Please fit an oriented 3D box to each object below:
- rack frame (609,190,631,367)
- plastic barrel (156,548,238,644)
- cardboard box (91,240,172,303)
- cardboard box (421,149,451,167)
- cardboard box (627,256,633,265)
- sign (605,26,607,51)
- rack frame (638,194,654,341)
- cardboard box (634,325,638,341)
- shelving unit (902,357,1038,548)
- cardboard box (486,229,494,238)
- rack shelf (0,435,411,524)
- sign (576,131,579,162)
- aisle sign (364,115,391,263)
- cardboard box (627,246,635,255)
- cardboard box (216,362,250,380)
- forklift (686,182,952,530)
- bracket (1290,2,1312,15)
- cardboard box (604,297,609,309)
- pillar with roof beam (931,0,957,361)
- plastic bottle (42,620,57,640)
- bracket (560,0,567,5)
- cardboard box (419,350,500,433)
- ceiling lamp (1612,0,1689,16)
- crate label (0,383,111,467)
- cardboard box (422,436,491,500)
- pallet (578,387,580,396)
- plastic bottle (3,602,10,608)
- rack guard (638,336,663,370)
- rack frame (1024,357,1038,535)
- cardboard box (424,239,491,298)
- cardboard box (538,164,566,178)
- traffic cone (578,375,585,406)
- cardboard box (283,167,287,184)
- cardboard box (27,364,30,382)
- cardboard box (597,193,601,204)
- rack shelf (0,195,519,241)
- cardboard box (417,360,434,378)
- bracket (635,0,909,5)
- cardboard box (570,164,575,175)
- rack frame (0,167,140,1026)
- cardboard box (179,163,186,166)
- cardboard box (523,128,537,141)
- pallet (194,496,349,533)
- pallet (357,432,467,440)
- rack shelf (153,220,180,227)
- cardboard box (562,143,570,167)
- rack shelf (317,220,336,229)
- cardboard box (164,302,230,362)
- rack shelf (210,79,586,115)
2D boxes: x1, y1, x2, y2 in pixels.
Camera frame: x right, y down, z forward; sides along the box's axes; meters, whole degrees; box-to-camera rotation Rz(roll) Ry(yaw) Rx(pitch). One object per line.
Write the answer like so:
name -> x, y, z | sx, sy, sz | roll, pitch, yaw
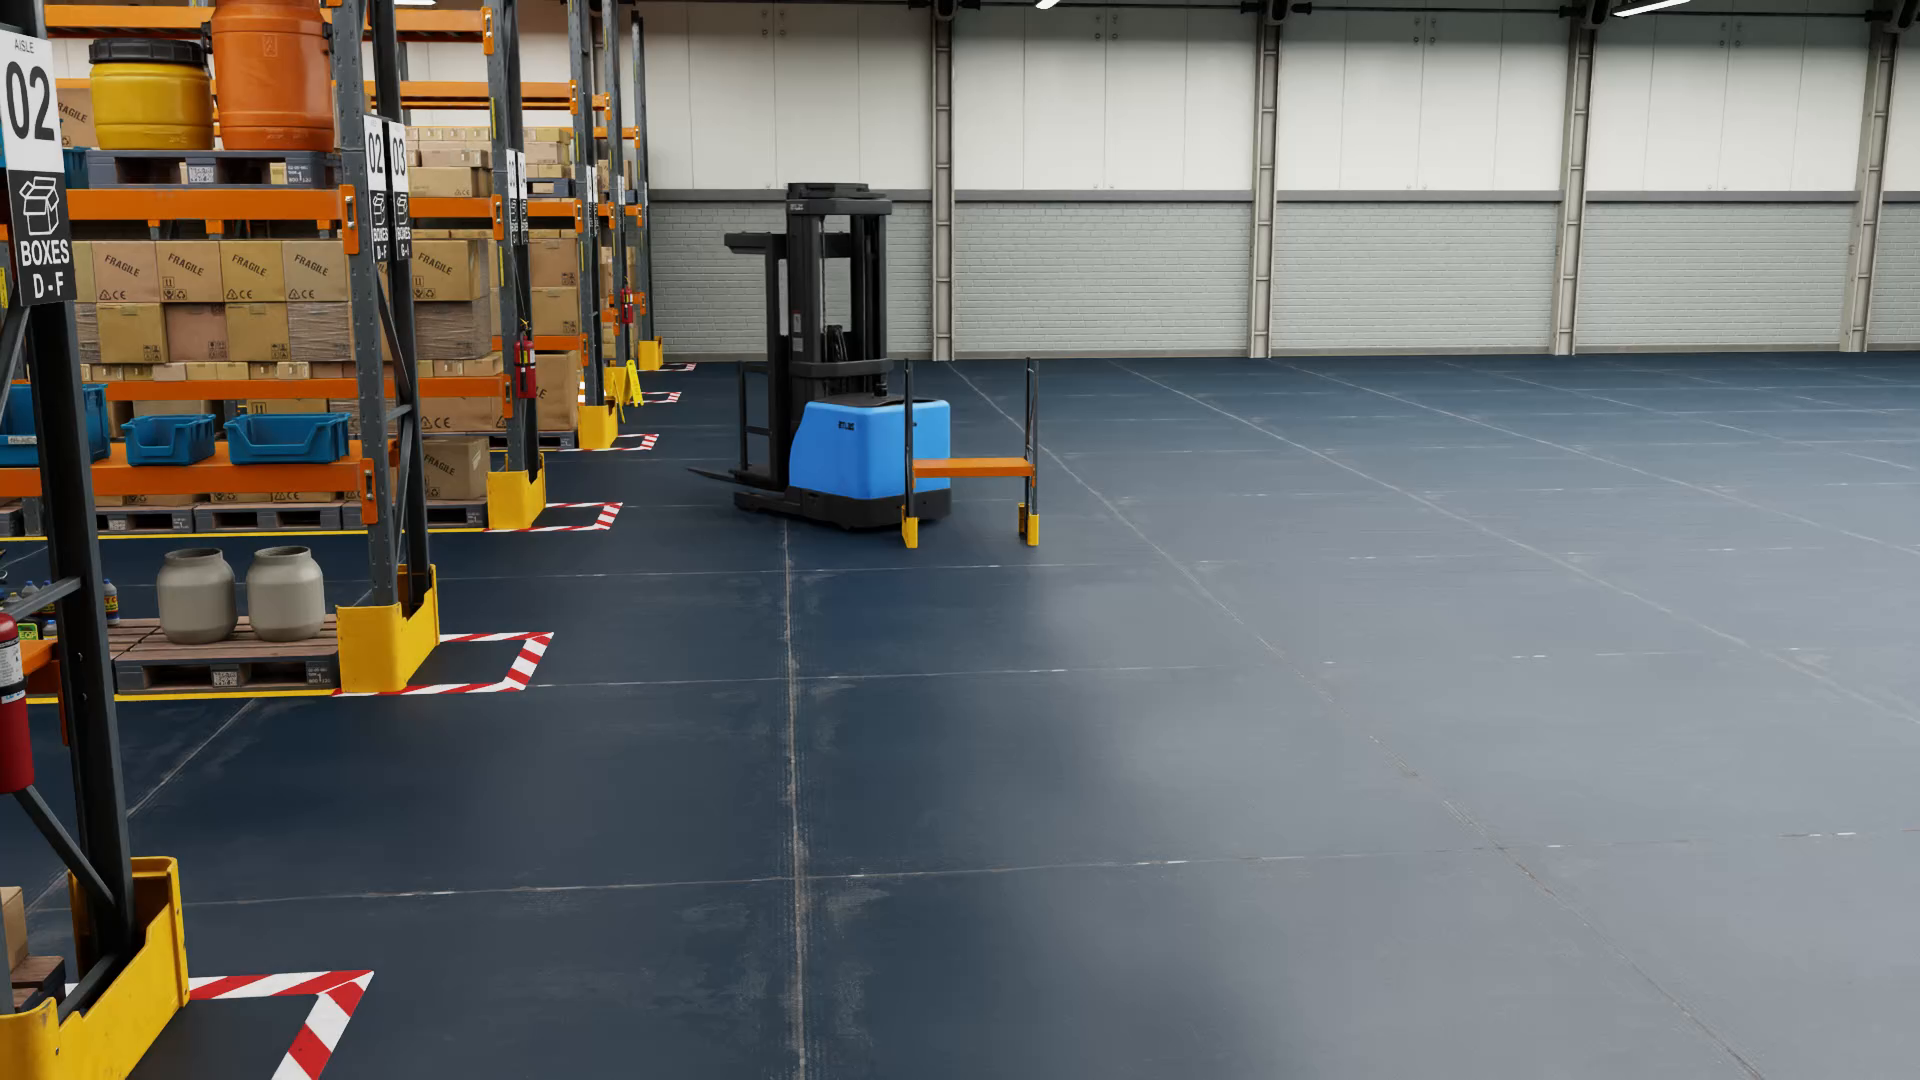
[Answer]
rack frame -> -4.949, -3.576, 24.281 | 0.127, 3.000, 1.000 | -1, 11, -6
plastic barrel -> -4.488, 0.328, 9.785 | 0.421, 0.512, 0.421 | 0, 11, 0
cardboard box -> -6.883, -2.249, 13.910 | 0.500, 0.500, 0.500 | -1, 11, -6
cardboard box -> -4.392, -3.221, 14.054 | 0.250, 0.149, 0.380 | -2, 11, -8
cardboard box -> -5.803, -4.834, 28.741 | 0.250, 0.149, 0.380 | -1, 11, -5
sign -> -4.909, -6.949, 23.054 | 0.005, 0.325, 0.100 | -1, 11, -6
rack frame -> -5.488, -4.528, 29.123 | 0.127, 3.000, 1.000 | -1, 11, -6
cardboard box -> -5.978, -3.660, 29.452 | 0.500, 0.250, 0.500 | -1, 11, -5
shelving unit -> 0.076, -0.738, 13.731 | 1.083, 1.500, 0.587 | -1, 11, -6
cardboard box -> -6.433, -4.170, 23.679 | 0.500, 0.500, 0.700 | -1, 11, -7
rack shelf -> -5.332, -0.331, 9.640 | 4.000, 0.370, 1.077 | -1, 11, -6
sign -> -4.269, -4.392, 18.566 | 0.005, 0.325, 0.100 | -1, 11, -6
aisle sign -> -3.240, -1.946, 9.250 | 0.004, 0.787, 0.394 | -1, 11, -6
cardboard box -> -5.845, -5.075, 29.195 | 0.250, 0.149, 0.380 | -1, 11, -7
cardboard box -> -6.119, -1.449, 14.116 | 0.250, 0.149, 0.380 | -1, 11, -6
forklift -> -1.430, -1.747, 15.157 | 1.130, 2.935, 3.031 | -10, 15, -41
bracket -> 6.103, -9.586, 29.972 | 0.430, 0.232, 0.235 | -1, 11, -6
cardboard box -> -5.309, -3.485, 24.472 | 0.250, 0.149, 0.380 | -1, 11, -6
pillar with roof beam -> 0.152, -6.929, 25.786 | 0.548, 9.000, 9.100 | -1, 11, -6
plastic bottle -> -5.122, 0.554, 9.388 | 0.097, 0.201, 0.097 | 0, 11, 0
bracket -> -6.652, -9.319, 28.612 | 0.430, 0.232, 0.235 | -1, 11, -6
cardboard box -> -5.855, -1.747, 19.396 | 0.875, 0.875, 0.875 | -1, 11, -7
ceiling lamp -> 11.161, -9.938, 25.958 | 0.800, 3.185, 2.000 | -1, 11, -6
crate label -> -5.144, -0.653, 9.321 | 0.616, 0.435, 0.502 | -1, 11, -6
cardboard box -> -4.501, -0.645, 14.765 | 0.500, 0.500, 0.500 | 1, 11, 4
pallet -> -5.836, -2.196, 24.491 | 1.213, 0.211, 1.003 | -1, 11, -6
plastic bottle -> -5.388, 0.493, 9.484 | 0.133, 0.283, 0.061 | -1, 11, -6
rack guard -> -5.465, -3.302, 29.367 | 0.348, 0.500, 1.175 | -1, 11, -6
rack frame -> 0.590, -0.748, 13.786 | 0.032, 1.500, 0.500 | -1, 11, -6
cardboard box -> -4.455, -2.402, 14.687 | 0.500, 0.500, 0.500 | -1, 11, -6
cardboard box -> -4.608, -4.161, 18.782 | 0.250, 0.149, 0.380 | -1, 11, -6
traffic cone -> -5.237, -2.075, 23.222 | 0.334, 0.463, 0.336 | -1, 11, -6
cardboard box -> -5.337, -2.995, 13.939 | 0.500, 0.250, 0.500 | -1, 11, -5
cardboard box -> -7.609, -1.416, 13.944 | 0.250, 0.149, 0.380 | -1, 11, -6
cardboard box -> -5.273, -4.863, 23.706 | 0.250, 0.149, 0.380 | -1, 11, -6
rack shelf -> -5.867, -2.753, 14.183 | 4.000, 0.370, 1.077 | -1, 11, -6
cardboard box -> -4.631, -1.486, 14.305 | 0.250, 0.149, 0.380 | -1, 11, -6
bracket -> -3.249, -9.391, 28.975 | 4.783, 0.066, 0.076 | -1, 11, -6
cardboard box -> -5.514, -5.254, 23.626 | 0.250, 0.149, 0.380 | -1, 11, -5
rack frame -> -2.812, 0.224, 4.951 | 0.127, 3.000, 1.000 | -1, 11, -6
cardboard box -> -6.456, -3.156, 13.725 | 0.250, 0.149, 0.380 | -1, 11, -7
cardboard box -> -4.860, -4.547, 18.680 | 0.250, 0.149, 0.380 | -1, 11, -6
pallet -> -5.976, -0.271, 14.698 | 1.213, 0.211, 1.003 | -1, 11, -6
pallet -> -6.310, -1.204, 19.445 | 1.213, 0.211, 1.003 | -1, 11, -6
rack shelf -> -11.453, -5.522, 28.267 | 4.000, 0.370, 1.077 | -1, 11, -6
cardboard box -> -4.821, -4.467, 19.309 | 0.500, 0.250, 0.500 | -1, 11, -6
rack shelf -> -10.914, -4.570, 23.426 | 4.000, 0.370, 1.077 | -1, 11, -6
cardboard box -> -6.414, -1.818, 14.310 | 0.500, 0.500, 0.875 | -1, 11, -6
rack shelf -> -6.302, -4.982, 18.781 | 4.000, 0.370, 1.077 | -1, 11, -6
